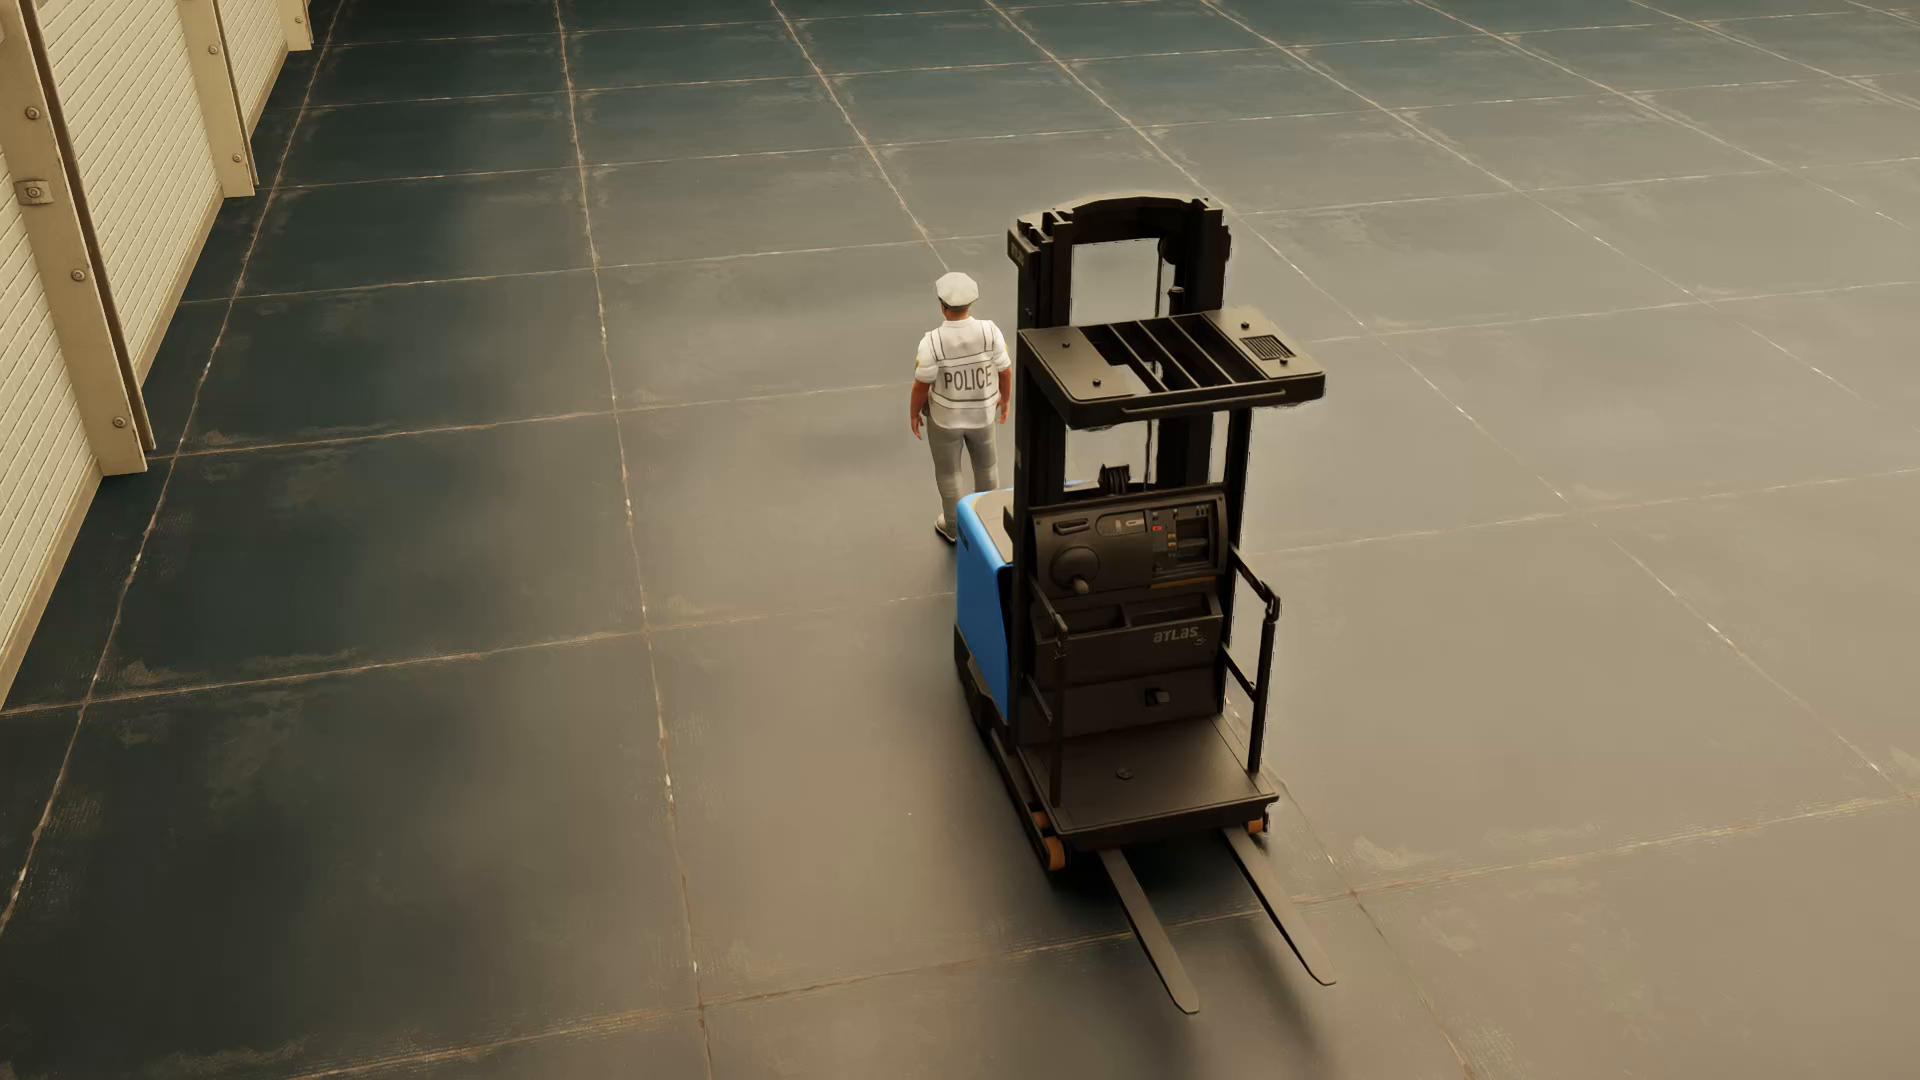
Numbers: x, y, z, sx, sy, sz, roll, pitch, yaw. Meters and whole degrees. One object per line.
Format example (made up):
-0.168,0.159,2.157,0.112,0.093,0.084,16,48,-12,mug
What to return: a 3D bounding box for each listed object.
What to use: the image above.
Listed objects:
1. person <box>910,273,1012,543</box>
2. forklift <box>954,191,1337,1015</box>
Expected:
-0.006,-0.816,10.118,0.640,1.779,0.575,-7,31,-12,person
0.844,0.070,7.454,1.130,2.935,3.031,-8,31,-13,forklift
